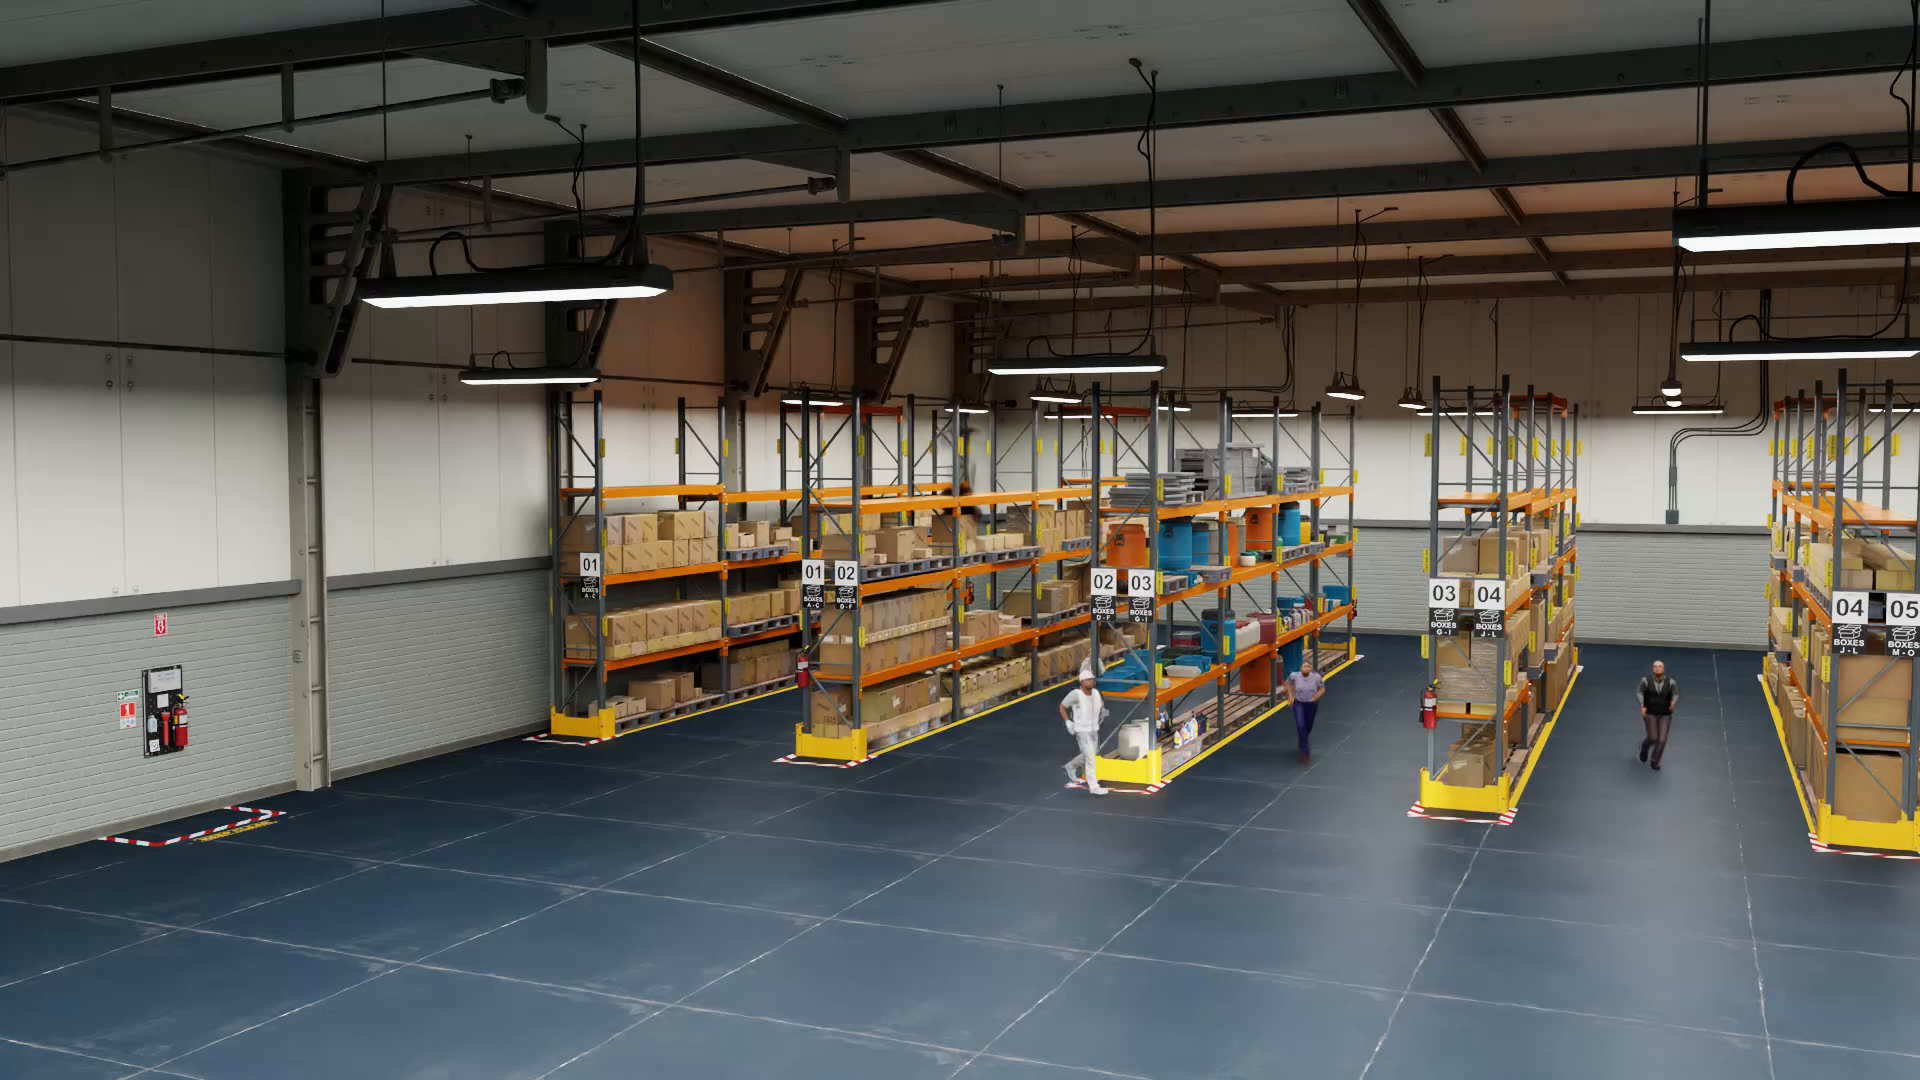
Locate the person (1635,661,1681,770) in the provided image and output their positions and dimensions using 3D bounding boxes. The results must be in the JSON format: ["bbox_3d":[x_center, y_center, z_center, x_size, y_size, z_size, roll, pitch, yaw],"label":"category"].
[{"bbox_3d":[10.883,2.731,25.911,0.651,1.693,0.608,1,3,14],"label":"person"}]

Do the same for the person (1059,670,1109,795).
[{"bbox_3d":[1.808,2.766,24.147,0.688,1.766,0.927,-3,4,-40],"label":"person"}]

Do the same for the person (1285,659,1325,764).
[{"bbox_3d":[5.561,2.723,26.816,0.609,1.652,1.041,0,3,1],"label":"person"}]

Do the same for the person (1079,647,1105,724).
[{"bbox_3d":[2.334,2.625,29.144,0.524,1.559,0.682,1,3,19],"label":"person"}]
